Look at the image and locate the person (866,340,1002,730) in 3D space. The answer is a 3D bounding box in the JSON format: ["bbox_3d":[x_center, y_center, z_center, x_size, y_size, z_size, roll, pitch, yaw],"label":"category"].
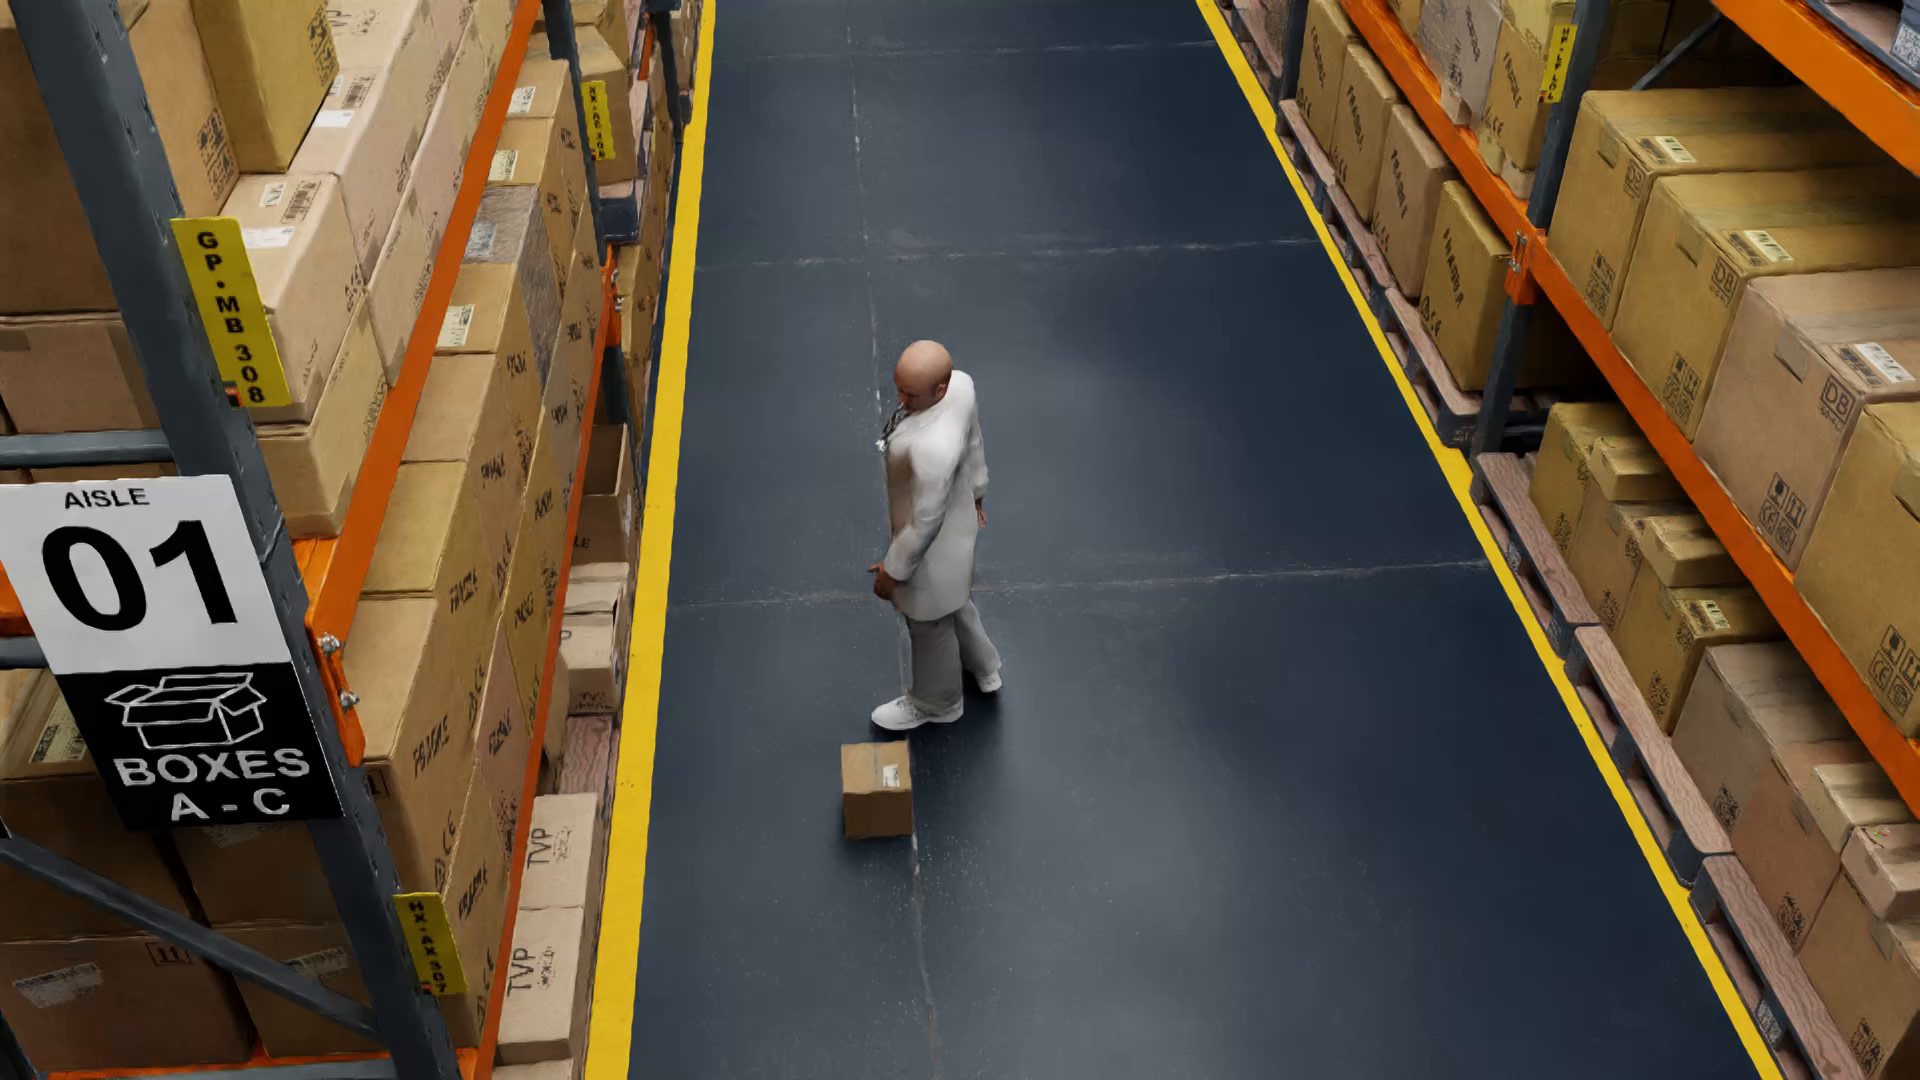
[{"bbox_3d":[-0.092,-0.034,6.189,0.501,1.777,0.706,3,39,4],"label":"person"}]
